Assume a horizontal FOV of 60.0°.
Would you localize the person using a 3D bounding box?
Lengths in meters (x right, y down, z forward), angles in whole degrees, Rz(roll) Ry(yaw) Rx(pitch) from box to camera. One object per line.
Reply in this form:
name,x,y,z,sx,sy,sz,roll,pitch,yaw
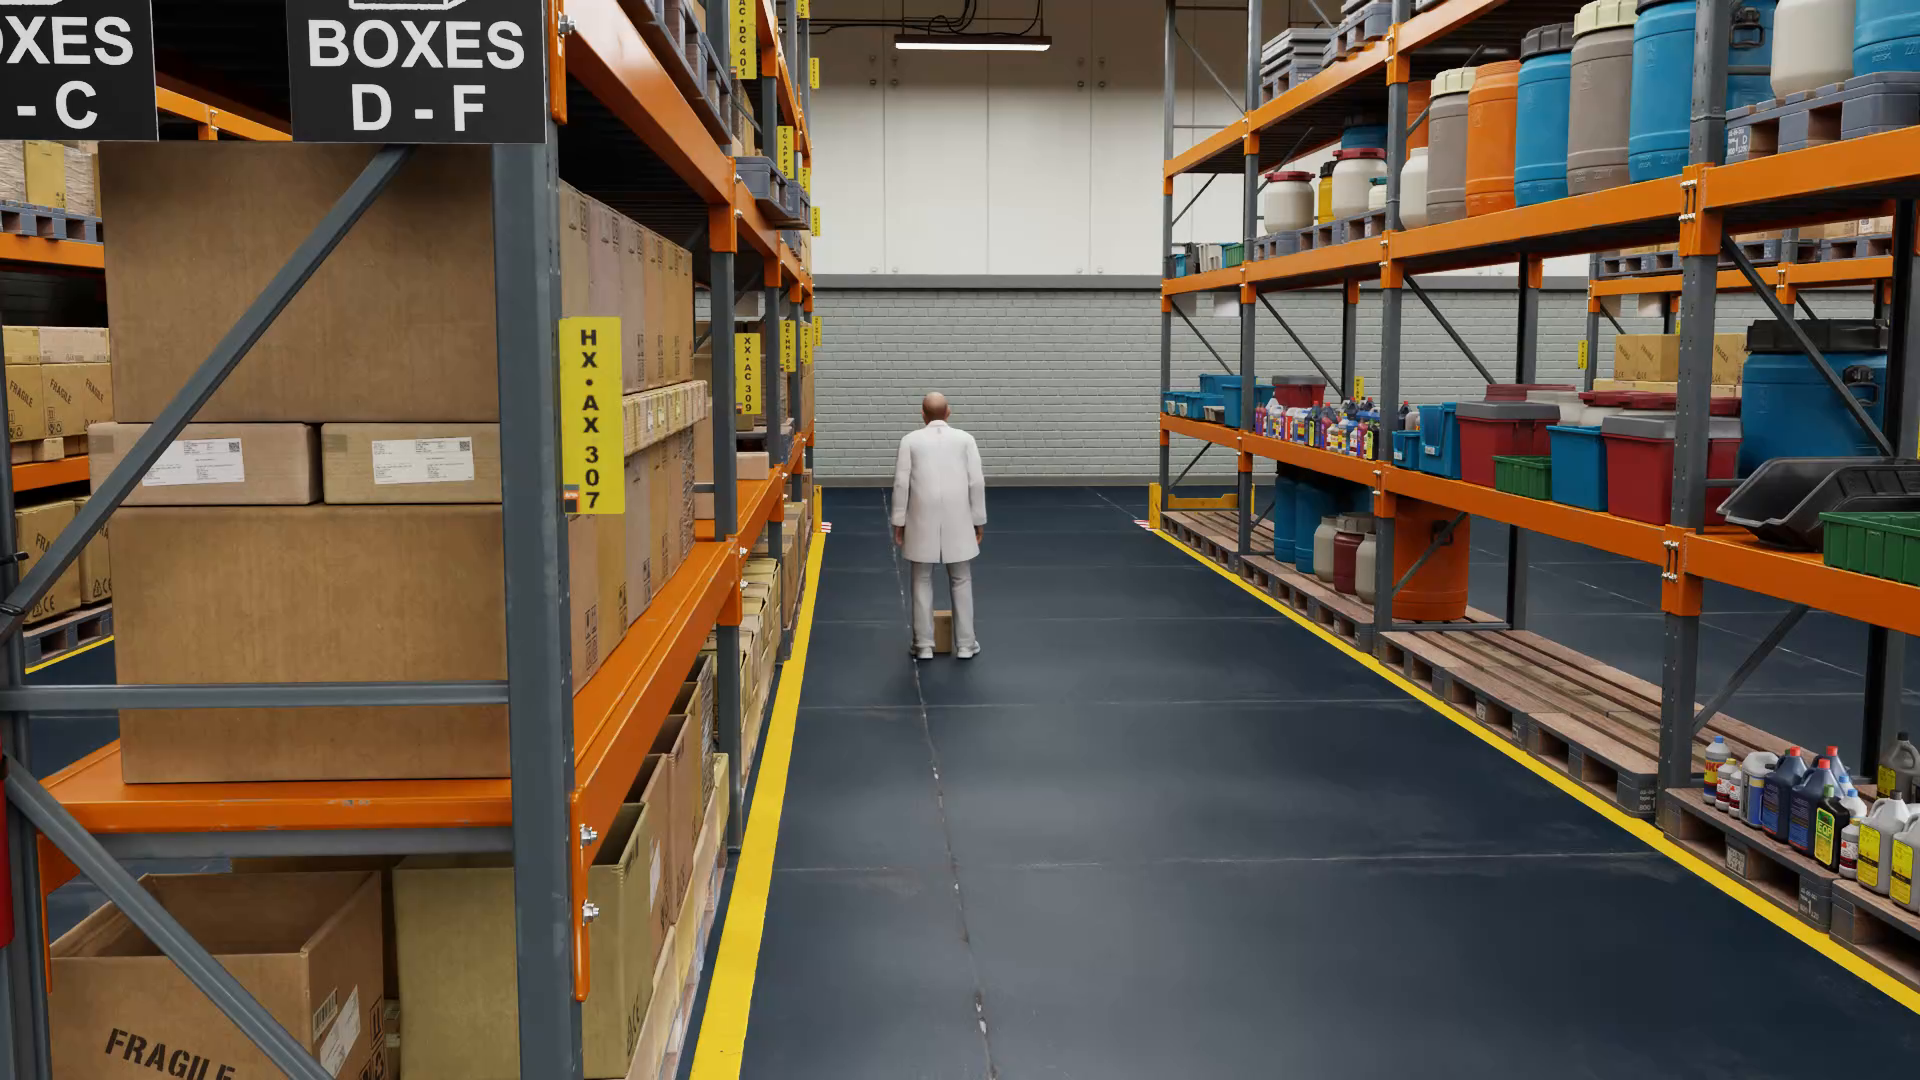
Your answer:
person,-0.141,-0.099,11.144,0.646,1.774,0.421,-1,7,-4
